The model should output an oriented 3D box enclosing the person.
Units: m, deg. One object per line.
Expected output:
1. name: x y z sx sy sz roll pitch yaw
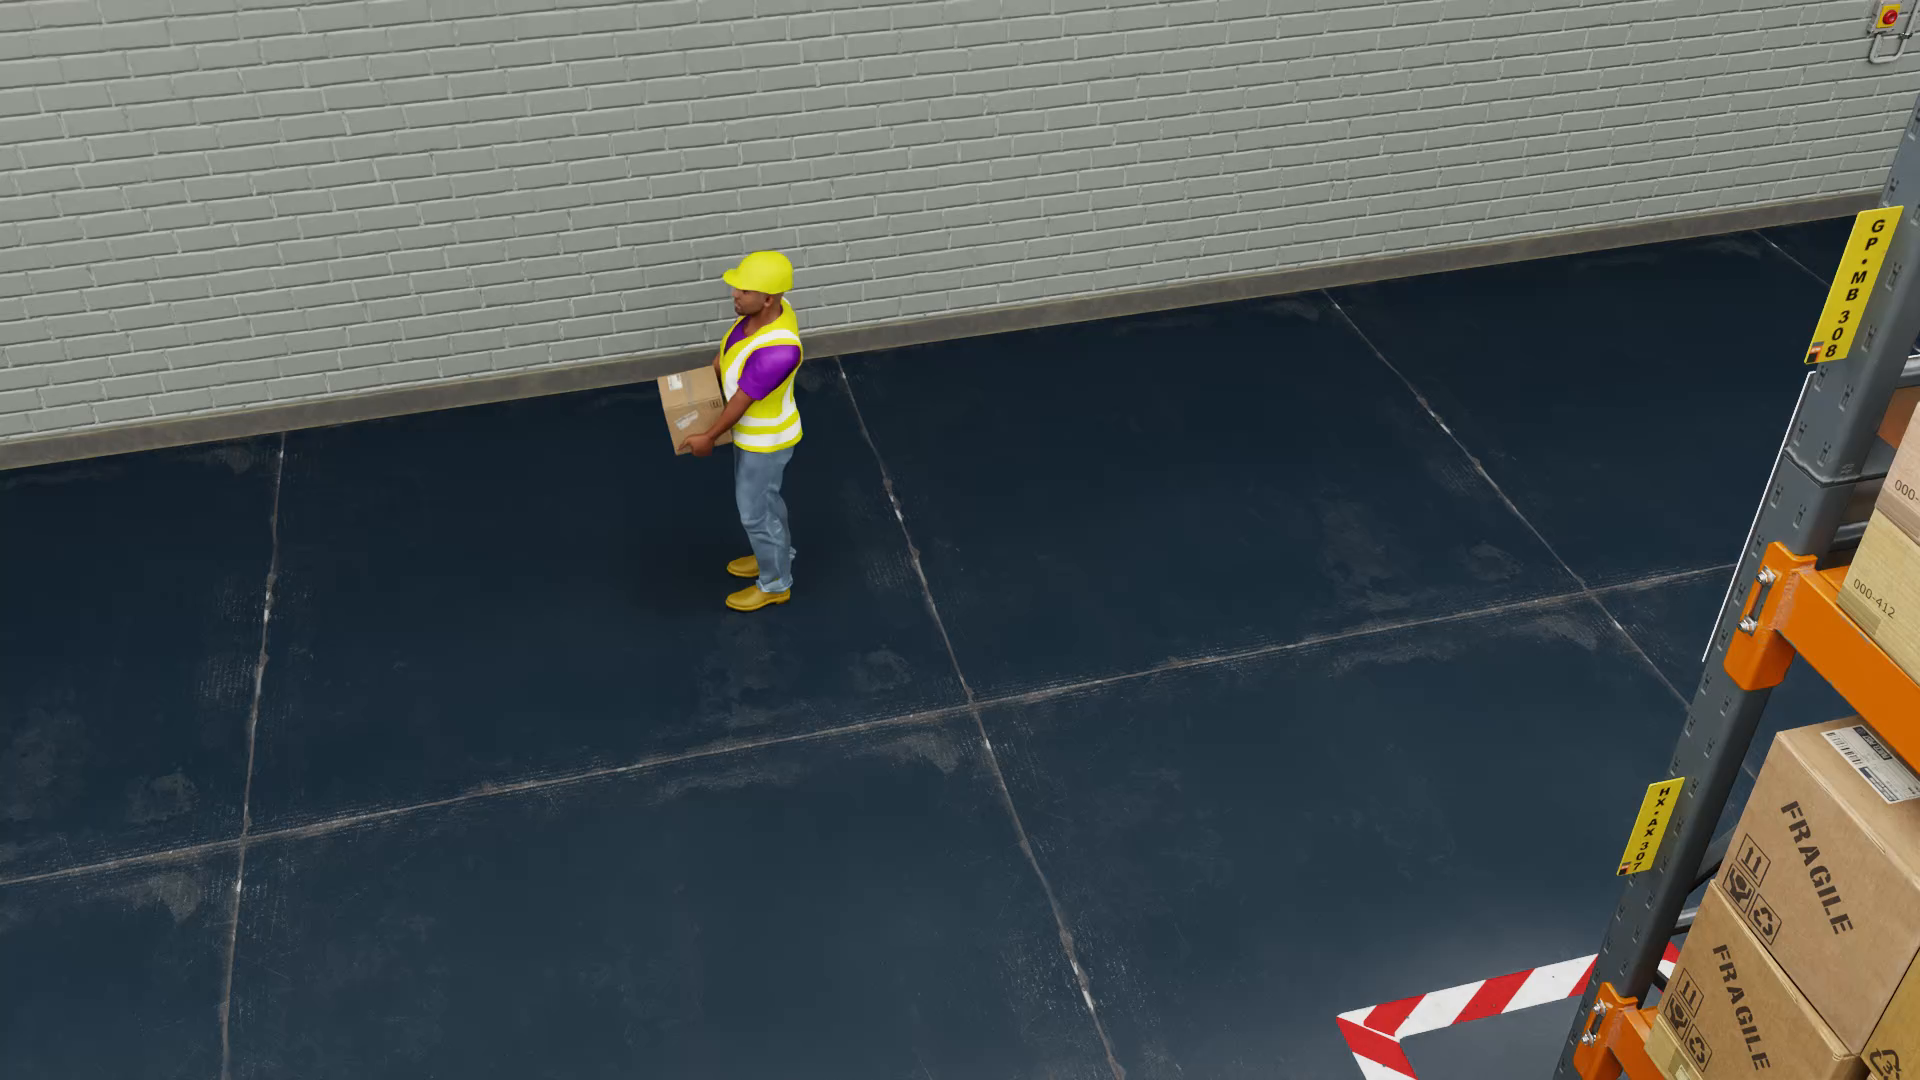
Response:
1. person: -0.958 -0.459 7.288 0.577 1.760 0.503 -9 39 -11
